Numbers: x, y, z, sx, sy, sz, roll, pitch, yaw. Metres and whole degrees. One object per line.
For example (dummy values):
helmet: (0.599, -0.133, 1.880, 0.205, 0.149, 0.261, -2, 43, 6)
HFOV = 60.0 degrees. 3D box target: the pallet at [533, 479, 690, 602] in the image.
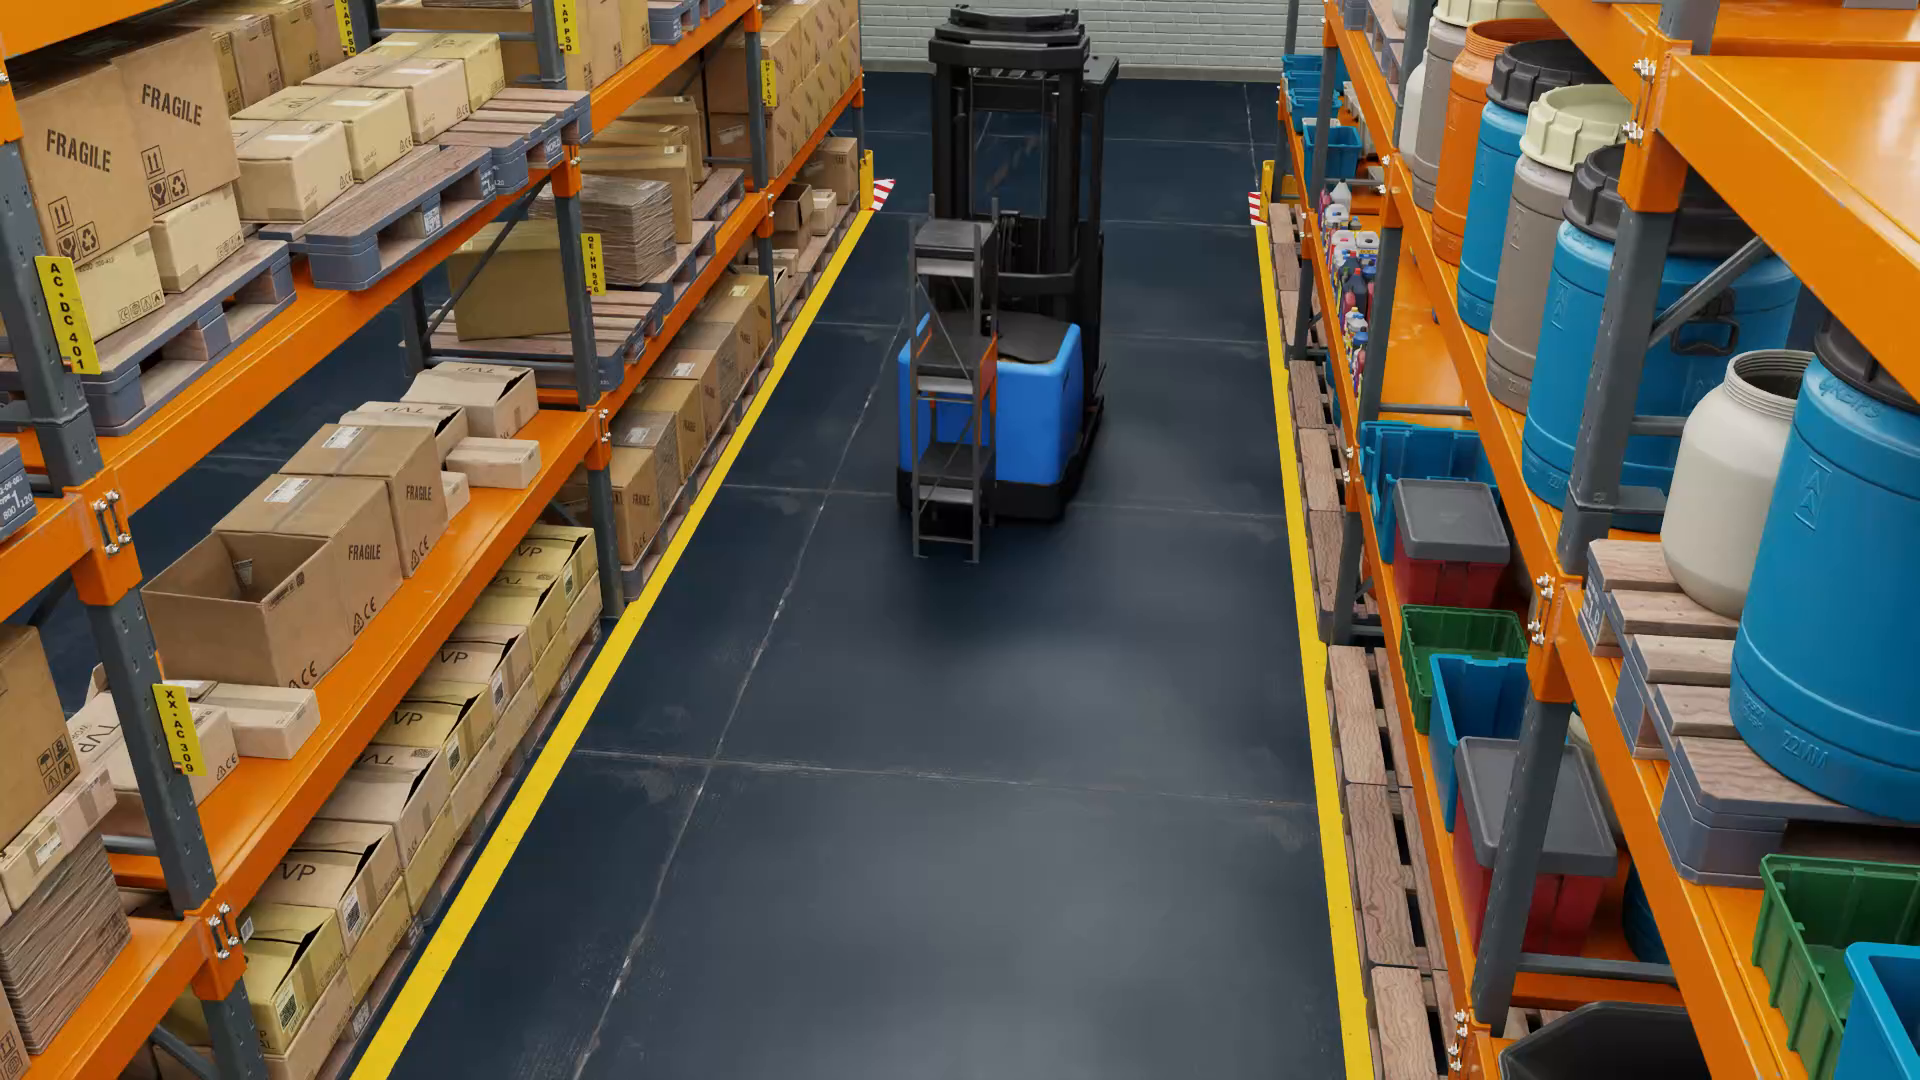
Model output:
pallet: (-2.288, -0.044, 10.110, 1.003, 0.211, 1.213, 3, 28, 6)

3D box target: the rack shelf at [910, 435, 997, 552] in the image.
rack shelf: (-0.033, -0.285, 10.070, 0.431, 0.518, 0.480, 6, 29, 11)

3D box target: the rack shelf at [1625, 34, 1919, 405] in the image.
rack shelf: (1.764, 0.043, 1.863, 1.077, 0.370, 4.000, 3, 28, 6)

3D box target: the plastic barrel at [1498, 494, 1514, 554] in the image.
plastic barrel: (2.585, -0.186, 7.314, 0.421, 0.512, 0.421, 0, 28, 0)

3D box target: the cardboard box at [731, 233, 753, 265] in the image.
cardboard box: (-2.047, -2.453, 14.012, 0.500, 0.311, 0.500, 3, 28, 6)

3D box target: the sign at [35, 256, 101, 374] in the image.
sign: (-2.356, -0.592, 4.394, 0.100, 0.325, 0.005, 3, 28, 6)

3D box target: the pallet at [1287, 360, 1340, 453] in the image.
pallet: (2.853, -0.928, 11.749, 1.003, 0.211, 1.213, 3, 28, 6)

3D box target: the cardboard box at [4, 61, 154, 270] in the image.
cardboard box: (-2.792, -1.098, 4.887, 0.500, 0.500, 0.500, 4, 29, 7)

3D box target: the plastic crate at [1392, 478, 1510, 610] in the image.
plastic crate: (1.997, 0.081, 6.869, 0.402, 0.464, 0.583, 3, 28, 6)

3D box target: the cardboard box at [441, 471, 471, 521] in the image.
cardboard box: (-2.517, -0.209, 7.740, 0.380, 0.149, 0.250, 5, 29, 10)

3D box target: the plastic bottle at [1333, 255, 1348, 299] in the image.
plastic bottle: (2.359, -1.620, 10.230, 0.097, 0.271, 0.097, 0, 28, 0)

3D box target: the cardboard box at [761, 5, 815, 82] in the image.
cardboard box: (-1.464, -3.980, 13.316, 0.500, 0.500, 0.500, 3, 28, 5)

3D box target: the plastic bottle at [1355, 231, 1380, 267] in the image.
plastic bottle: (2.592, -1.821, 10.598, 0.152, 0.276, 0.135, 3, 28, 6)

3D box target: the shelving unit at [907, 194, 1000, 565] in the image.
shelving unit: (-0.033, -0.913, 9.732, 0.431, 2.100, 0.503, 6, 29, 11)

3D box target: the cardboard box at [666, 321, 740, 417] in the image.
cardboard box: (-1.834, -1.182, 11.453, 0.500, 0.500, 0.500, 4, 29, 7)

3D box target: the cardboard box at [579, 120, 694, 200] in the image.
cardboard box: (-2.228, -2.497, 11.175, 0.700, 0.500, 0.500, 8, 29, 14)

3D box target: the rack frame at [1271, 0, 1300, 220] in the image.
rack frame: (3.479, -4.399, 15.253, 1.000, 3.000, 0.127, 3, 28, 6)

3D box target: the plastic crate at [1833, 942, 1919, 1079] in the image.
plastic crate: (1.453, 0.904, 2.264, 0.392, 0.384, 0.575, 3, 28, 6)

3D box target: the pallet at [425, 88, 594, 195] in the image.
pallet: (-2.411, -1.836, 7.531, 1.213, 0.211, 1.003, 5, 29, 9)

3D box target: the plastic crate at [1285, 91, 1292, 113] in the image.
plastic crate: (2.917, -3.747, 14.257, 0.250, 0.136, 0.298, 3, 28, 6)

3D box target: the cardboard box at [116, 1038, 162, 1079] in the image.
cardboard box: (-3.144, 1.774, 6.252, 0.500, 0.250, 0.500, 3, 28, 6)

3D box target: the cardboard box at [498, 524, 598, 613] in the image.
cardboard box: (-2.237, 0.117, 8.736, 0.500, 0.311, 0.500, 4, 29, 8)

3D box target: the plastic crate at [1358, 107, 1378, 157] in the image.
plastic crate: (3.359, -3.198, 13.086, 0.437, 0.282, 0.530, 3, 28, 6)

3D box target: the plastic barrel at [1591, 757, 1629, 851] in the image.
plastic barrel: (2.343, 0.752, 5.548, 0.433, 0.535, 0.433, 0, 28, 0)

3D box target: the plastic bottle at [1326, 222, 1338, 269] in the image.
plastic bottle: (2.412, -1.899, 10.735, 0.061, 0.283, 0.133, 3, 28, 6)

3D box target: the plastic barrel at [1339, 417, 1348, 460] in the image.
plastic barrel: (2.661, -0.757, 10.672, 0.421, 0.512, 0.421, 0, 28, 0)

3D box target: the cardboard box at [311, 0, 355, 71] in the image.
cardboard box: (-6.406, -4.866, 15.804, 0.980, 0.700, 0.700, 5, 29, 9)

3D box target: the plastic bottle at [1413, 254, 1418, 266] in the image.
plastic bottle: (3.035, -1.964, 10.785, 0.144, 0.351, 0.185, 3, 28, 6)

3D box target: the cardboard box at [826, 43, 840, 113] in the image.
cardboard box: (-1.348, -4.027, 14.457, 0.500, 0.500, 0.500, 4, 29, 7)

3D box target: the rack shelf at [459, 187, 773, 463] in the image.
rack shelf: (-2.172, -1.548, 10.719, 1.077, 0.370, 4.000, 3, 28, 6)

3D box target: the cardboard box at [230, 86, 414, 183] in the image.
cardboard box: (-2.544, -1.629, 6.664, 0.500, 0.250, 0.500, 3, 28, 5)

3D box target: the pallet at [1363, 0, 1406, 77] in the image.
pallet: (2.854, -2.845, 9.404, 1.003, 0.211, 1.213, 3, 28, 6)

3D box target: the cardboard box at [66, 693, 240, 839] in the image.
cardboard box: (-2.890, 0.792, 5.776, 0.500, 0.250, 0.500, 5, 29, 9)

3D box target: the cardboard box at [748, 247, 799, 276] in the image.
cardboard box: (-1.565, -2.345, 13.963, 0.380, 0.166, 0.250, 3, 28, 6)

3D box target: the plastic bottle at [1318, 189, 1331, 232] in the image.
plastic bottle: (2.504, -2.254, 11.395, 0.061, 0.283, 0.133, 3, 28, 6)

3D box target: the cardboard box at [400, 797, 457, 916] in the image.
cardboard box: (-2.487, 1.326, 7.083, 0.500, 0.250, 0.500, 3, 28, 5)

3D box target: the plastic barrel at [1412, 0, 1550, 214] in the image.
plastic barrel: (2.183, -1.801, 6.738, 0.600, 0.901, 0.600, 0, 28, 0)

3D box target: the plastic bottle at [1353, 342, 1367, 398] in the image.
plastic bottle: (2.153, -0.906, 8.892, 0.061, 0.283, 0.133, 3, 28, 6)

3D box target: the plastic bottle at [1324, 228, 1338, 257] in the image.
plastic bottle: (2.456, -1.962, 10.938, 0.097, 0.201, 0.097, 0, 28, 0)

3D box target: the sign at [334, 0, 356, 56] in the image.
sign: (-2.955, -2.504, 8.027, 0.100, 0.325, 0.005, 3, 28, 6)

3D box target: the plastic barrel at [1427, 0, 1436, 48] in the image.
plastic barrel: (2.485, -2.591, 8.437, 0.301, 0.262, 0.301, 0, 28, 0)

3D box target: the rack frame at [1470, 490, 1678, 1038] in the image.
rack frame: (2.009, 1.250, 4.768, 1.000, 3.000, 0.127, 3, 28, 6)

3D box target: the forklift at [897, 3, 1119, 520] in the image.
forklift: (0.416, -2.097, 11.052, 1.130, 2.935, 3.031, 6, 29, 11)

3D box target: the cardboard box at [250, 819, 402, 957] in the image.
cardboard box: (-2.543, 1.323, 6.496, 0.500, 0.311, 0.500, 3, 28, 6)

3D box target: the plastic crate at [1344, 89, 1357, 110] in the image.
plastic crate: (3.509, -3.779, 14.317, 0.396, 0.136, 0.243, 3, 28, 6)

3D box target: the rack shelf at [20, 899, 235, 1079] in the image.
rack shelf: (-3.152, 2.218, 3.729, 1.077, 0.370, 4.000, 3, 28, 6)

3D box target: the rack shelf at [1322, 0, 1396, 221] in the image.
rack shelf: (2.744, -2.579, 9.470, 1.077, 0.370, 4.000, 3, 28, 6)

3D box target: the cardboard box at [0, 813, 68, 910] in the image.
cardboard box: (-2.760, 0.887, 4.651, 0.380, 0.149, 0.250, 3, 28, 5)

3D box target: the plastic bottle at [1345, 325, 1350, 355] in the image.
plastic bottle: (2.245, -1.152, 9.435, 0.097, 0.201, 0.097, 0, 28, 0)

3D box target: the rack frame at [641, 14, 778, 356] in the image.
rack frame: (-1.927, -2.806, 12.295, 1.000, 3.000, 0.127, 3, 28, 6)

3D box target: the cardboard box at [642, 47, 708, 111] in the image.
cardboard box: (-2.122, -3.543, 12.504, 0.500, 0.500, 0.500, 3, 29, 6)

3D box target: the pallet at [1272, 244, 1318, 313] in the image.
pallet: (3.187, -2.213, 14.135, 1.003, 0.211, 1.213, 3, 28, 6)

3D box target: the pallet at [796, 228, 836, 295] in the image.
pallet: (-1.695, -2.477, 14.626, 1.003, 0.211, 1.213, 3, 28, 6)
